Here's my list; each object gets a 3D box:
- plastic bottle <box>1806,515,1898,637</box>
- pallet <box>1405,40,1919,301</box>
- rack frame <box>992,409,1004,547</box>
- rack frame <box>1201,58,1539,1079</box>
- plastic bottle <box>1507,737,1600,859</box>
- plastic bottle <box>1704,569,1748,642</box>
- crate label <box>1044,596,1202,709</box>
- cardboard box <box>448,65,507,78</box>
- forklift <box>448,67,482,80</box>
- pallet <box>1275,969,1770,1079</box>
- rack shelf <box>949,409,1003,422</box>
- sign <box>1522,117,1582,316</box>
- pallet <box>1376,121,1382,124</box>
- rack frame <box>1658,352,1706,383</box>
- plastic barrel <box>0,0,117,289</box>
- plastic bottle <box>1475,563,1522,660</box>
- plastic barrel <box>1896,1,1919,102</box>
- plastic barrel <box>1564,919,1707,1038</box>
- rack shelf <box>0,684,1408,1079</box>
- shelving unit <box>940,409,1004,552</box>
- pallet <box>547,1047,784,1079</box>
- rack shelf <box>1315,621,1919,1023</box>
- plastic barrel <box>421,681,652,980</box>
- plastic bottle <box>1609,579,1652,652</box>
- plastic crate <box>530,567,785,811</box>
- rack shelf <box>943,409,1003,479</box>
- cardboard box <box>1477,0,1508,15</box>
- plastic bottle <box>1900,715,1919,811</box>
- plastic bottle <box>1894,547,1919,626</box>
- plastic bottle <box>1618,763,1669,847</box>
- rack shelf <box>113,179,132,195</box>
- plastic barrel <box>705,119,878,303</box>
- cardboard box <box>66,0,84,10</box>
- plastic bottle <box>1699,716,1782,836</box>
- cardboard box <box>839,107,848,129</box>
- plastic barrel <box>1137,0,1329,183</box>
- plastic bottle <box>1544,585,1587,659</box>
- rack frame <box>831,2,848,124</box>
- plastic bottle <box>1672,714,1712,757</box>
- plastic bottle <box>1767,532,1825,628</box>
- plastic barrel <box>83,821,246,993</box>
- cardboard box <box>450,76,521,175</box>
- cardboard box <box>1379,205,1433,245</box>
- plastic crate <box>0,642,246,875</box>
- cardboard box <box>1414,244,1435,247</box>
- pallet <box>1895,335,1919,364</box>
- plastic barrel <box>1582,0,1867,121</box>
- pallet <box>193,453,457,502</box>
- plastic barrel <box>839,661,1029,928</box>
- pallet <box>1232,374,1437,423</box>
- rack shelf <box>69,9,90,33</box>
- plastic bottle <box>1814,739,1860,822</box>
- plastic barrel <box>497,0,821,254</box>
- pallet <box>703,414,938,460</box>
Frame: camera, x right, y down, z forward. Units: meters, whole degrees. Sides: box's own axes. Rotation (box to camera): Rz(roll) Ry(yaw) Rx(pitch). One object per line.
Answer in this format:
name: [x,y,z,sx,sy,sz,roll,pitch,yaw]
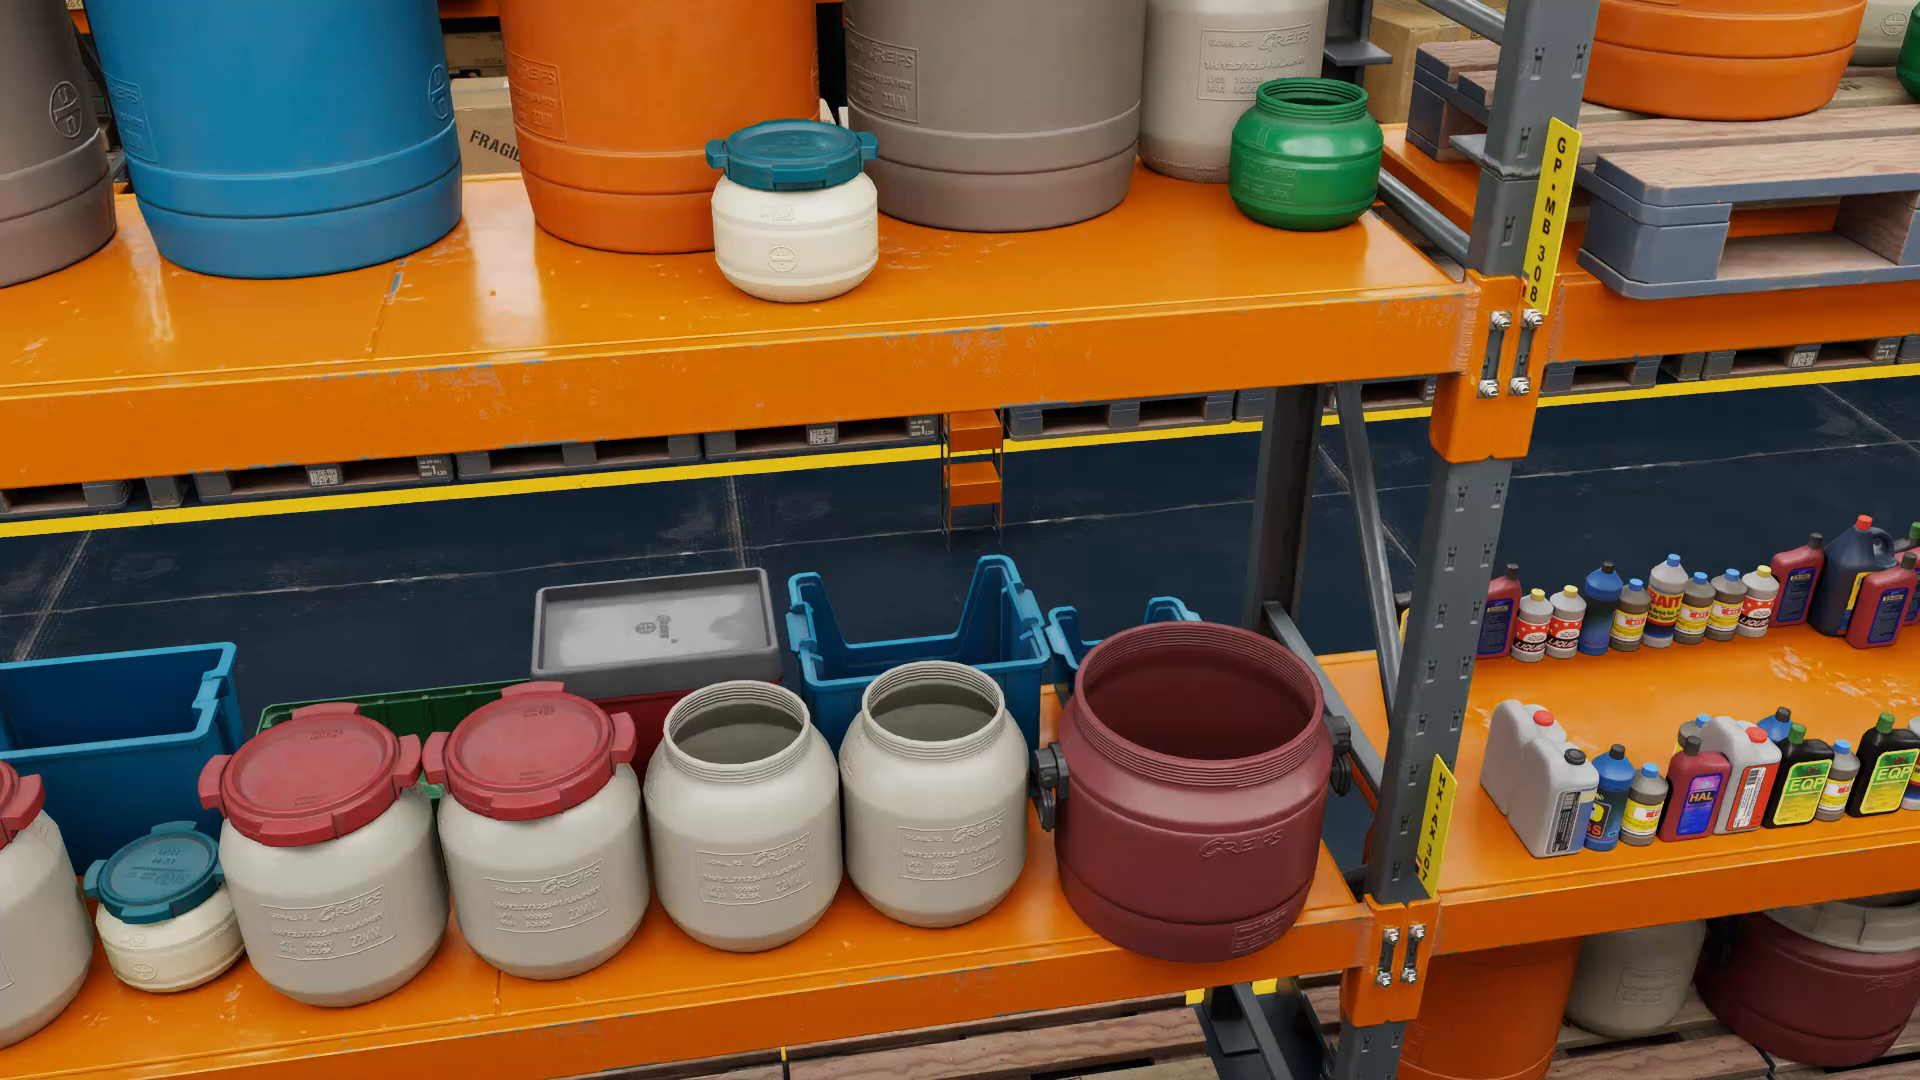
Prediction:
plastic bottle: [2.525,0.089,4.687,0.185,0.351,0.144,-5,31,-9]
pallet: [1.686,-0.817,3.407,1.213,0.211,1.003,-5,31,-9]
rack frame: [0.173,-0.469,7.511,0.008,1.050,0.200,-5,31,-9]
rack frame: [0.916,0.416,4.084,0.127,3.000,1.000,-5,31,-9]
plastic bottle: [1.400,0.591,3.908,0.135,0.276,0.152,-5,31,-9]
plastic bottle: [2.155,0.176,4.687,0.097,0.201,0.097,0,30,0]
crate label: [0.434,0.340,4.378,0.416,0.233,0.303,-5,31,-9]
cardboard box: [-3.583,-3.418,12.636,0.500,0.500,0.700,-6,31,-10]
forklift: [-3.053,-2.595,9.272,3.031,2.935,1.130,-6,31,-10]
pallet: [1.684,1.525,4.948,1.213,0.211,1.003,-5,31,-9]
rack shelf: [0.053,-0.693,7.354,0.240,0.259,0.215,-5,31,-9]
sign: [1.022,-0.558,2.884,0.005,0.325,0.100,-5,31,-9]
pallet: [1.939,-2.151,8.639,1.213,0.211,1.003,-5,31,-9]
rack frame: [3.962,-2.419,8.905,0.127,3.000,1.000,-5,31,-9]
plastic barrel: [-1.914,-0.943,2.940,0.600,0.901,0.600,0,30,0]
plastic bottle: [1.464,0.195,4.574,0.133,0.283,0.061,-5,31,-9]
plastic barrel: [1.999,-0.973,3.226,0.294,0.245,0.294,0,30,0]
plastic barrel: [1.933,1.158,4.862,0.421,0.512,0.421,0,30,0]
rack shelf: [-1.052,0.908,3.955,4.000,0.370,1.077,-5,31,-9]
shelving unit: [0.053,-0.457,7.492,0.252,1.050,0.215,-5,31,-9]
pallet: [-1.051,1.779,4.516,1.213,0.211,1.003,-5,31,-9]
rack shelf: [2.883,0.543,4.576,4.000,0.370,1.077,-5,31,-9]
plastic barrel: [-0.891,0.638,3.572,0.433,0.535,0.433,0,30,0]
plastic bottle: [1.868,0.203,4.642,0.097,0.201,0.097,0,30,0]
plastic crate: [-0.729,0.383,4.076,0.583,0.464,0.402,-5,31,-9]
rack shelf: [0.053,-0.448,7.498,0.240,0.259,0.215,-5,31,-9]
cardboard box: [2.791,-2.617,8.729,0.500,0.500,0.700,-1,30,-1]
plastic bottle: [2.332,0.520,4.032,0.097,0.271,0.097,0,30,0]
plastic bottle: [2.685,0.113,4.713,0.133,0.283,0.061,-5,31,-9]
plastic bottle: [1.614,0.617,3.937,0.097,0.201,0.097,0,30,0]
rack shelf: [-5.875,-1.196,7.535,4.000,0.370,1.077,-5,31,-9]
plastic barrel: [-0.293,-0.585,2.963,0.301,0.262,0.301,0,30,0]
cardboard box: [-6.198,-3.813,11.404,0.500,0.250,0.500,-5,31,-9]
plastic bottle: [1.855,0.549,3.980,0.135,0.276,0.152,-5,31,-9]
cardboard box: [-0.338,-2.004,8.287,0.500,0.311,0.500,-3,31,-6]
plastic barrel: [0.555,-1.050,3.507,0.421,0.512,0.421,0,30,0]
plastic bottle: [1.676,0.220,4.612,0.097,0.201,0.097,0,30,0]
rack frame: [-0.869,-4.524,12.484,0.127,3.000,1.000,-5,31,-9]
plastic bottle: [1.814,0.520,4.102,0.097,0.201,0.097,0,30,0]
plastic bottle: [2.361,0.112,4.715,0.133,0.283,0.061,-5,31,-9]
plastic barrel: [-1.689,0.796,3.573,0.301,0.262,0.301,0,30,0]
cardboard box: [-2.138,-1.888,7.903,0.500,0.500,0.500,-5,31,-9]
cardboard box: [2.458,-1.841,9.214,0.500,0.250,0.500,-5,31,-9]
plastic crate: [-1.990,0.532,3.902,0.575,0.384,0.392,-5,31,-9]
cardboard box: [2.427,-1.513,9.395,0.500,0.500,0.500,-5,31,-8]
pallet: [5.840,-1.393,9.910,1.213,0.211,1.003,-5,31,-9]
plastic barrel: [1.475,-1.294,3.194,0.708,0.830,0.600,-5,31,-9]
pallet: [-3.190,-0.574,8.517,1.213,0.211,1.003,-5,31,-9]
plastic barrel: [-0.058,0.568,3.714,0.421,0.512,0.421,0,30,0]
pallet: [1.966,-1.011,9.261,1.213,0.211,1.003,-5,31,-9]
rack shelf: [-6.771,-3.666,11.735,4.000,0.370,1.077,-5,31,-9]
plastic bottle: [2.105,0.572,4.014,0.097,0.201,0.097,0,30,0]
plastic barrel: [-0.574,-1.036,3.169,0.708,0.830,0.600,-5,31,-9]
pallet: [-0.790,-0.796,8.896,1.213,0.211,1.003,-5,31,-9]
